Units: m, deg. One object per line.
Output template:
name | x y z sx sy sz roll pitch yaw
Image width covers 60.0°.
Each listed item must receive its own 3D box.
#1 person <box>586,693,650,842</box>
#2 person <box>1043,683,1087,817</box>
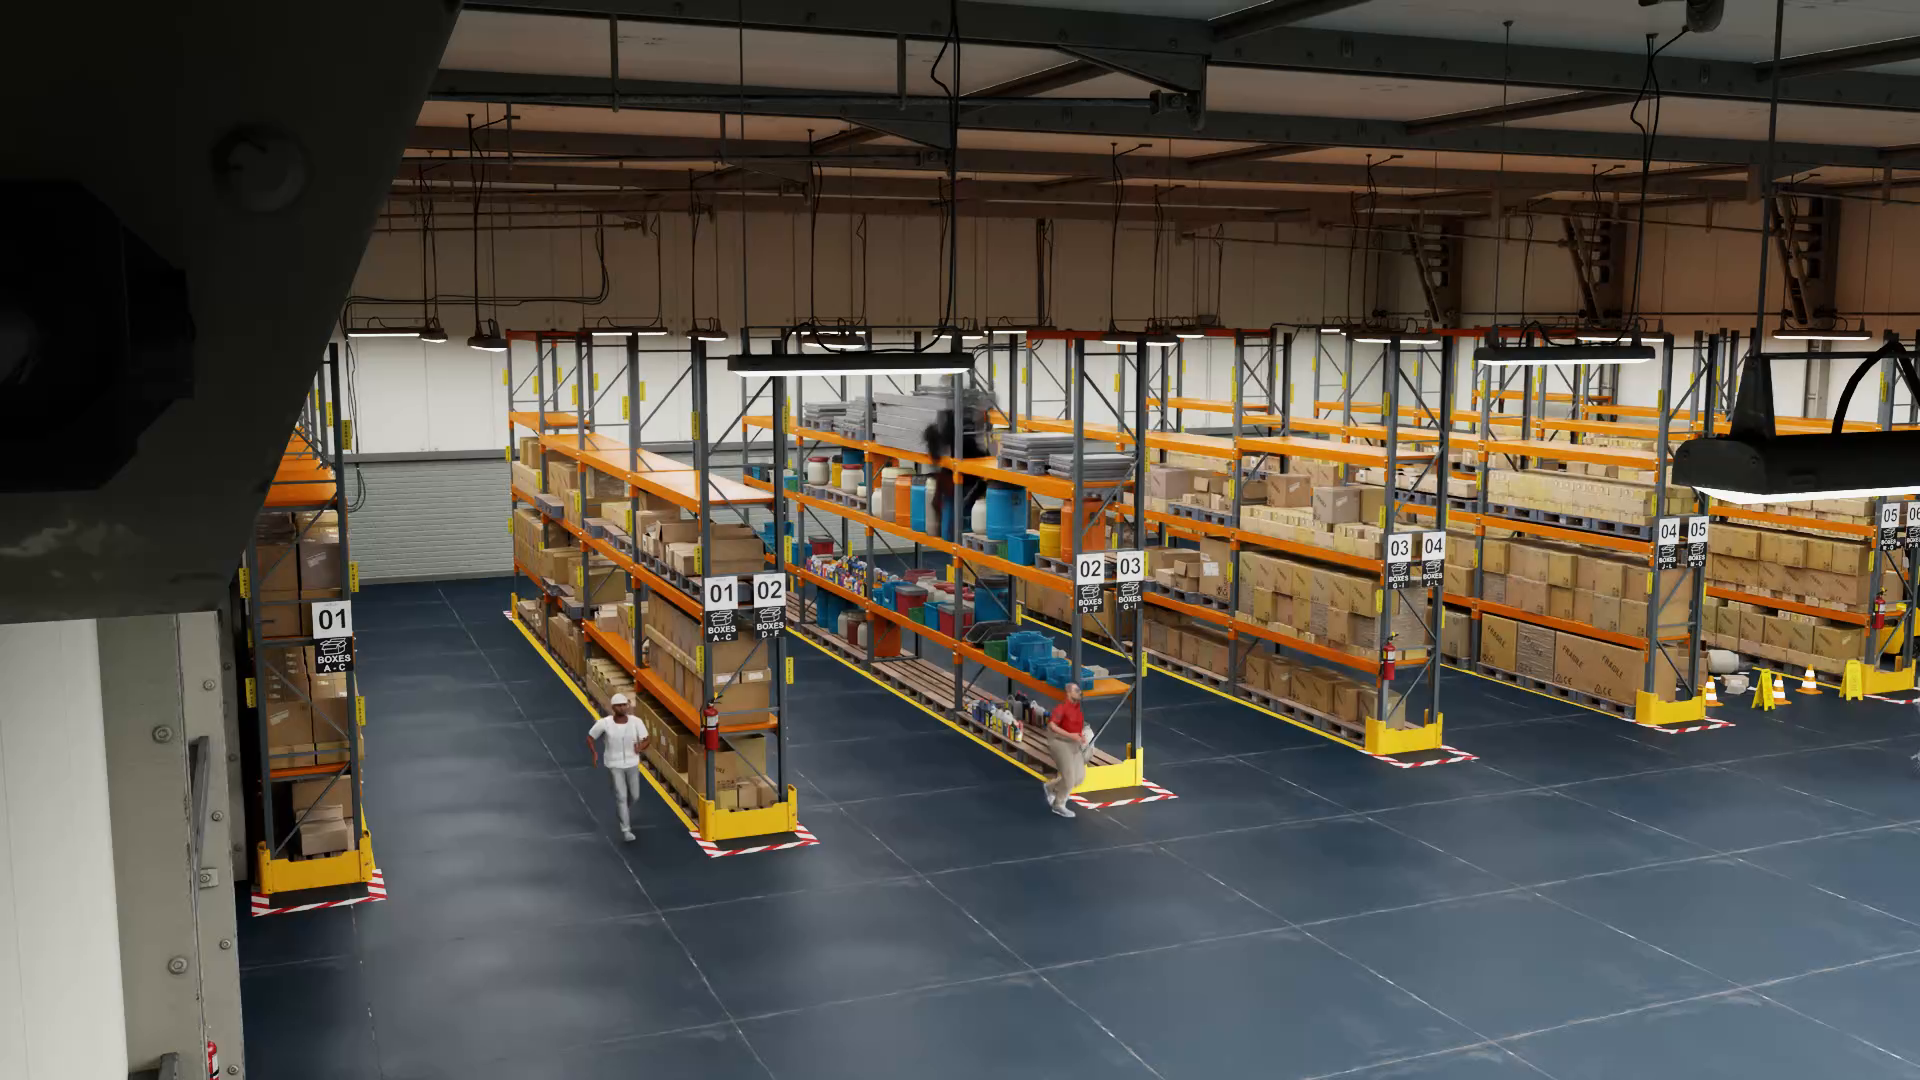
person | -4.101 2.729 20.119 0.718 1.752 0.919 -4 9 -26
person | 1.384 2.645 21.175 0.630 1.674 0.689 5 9 34
